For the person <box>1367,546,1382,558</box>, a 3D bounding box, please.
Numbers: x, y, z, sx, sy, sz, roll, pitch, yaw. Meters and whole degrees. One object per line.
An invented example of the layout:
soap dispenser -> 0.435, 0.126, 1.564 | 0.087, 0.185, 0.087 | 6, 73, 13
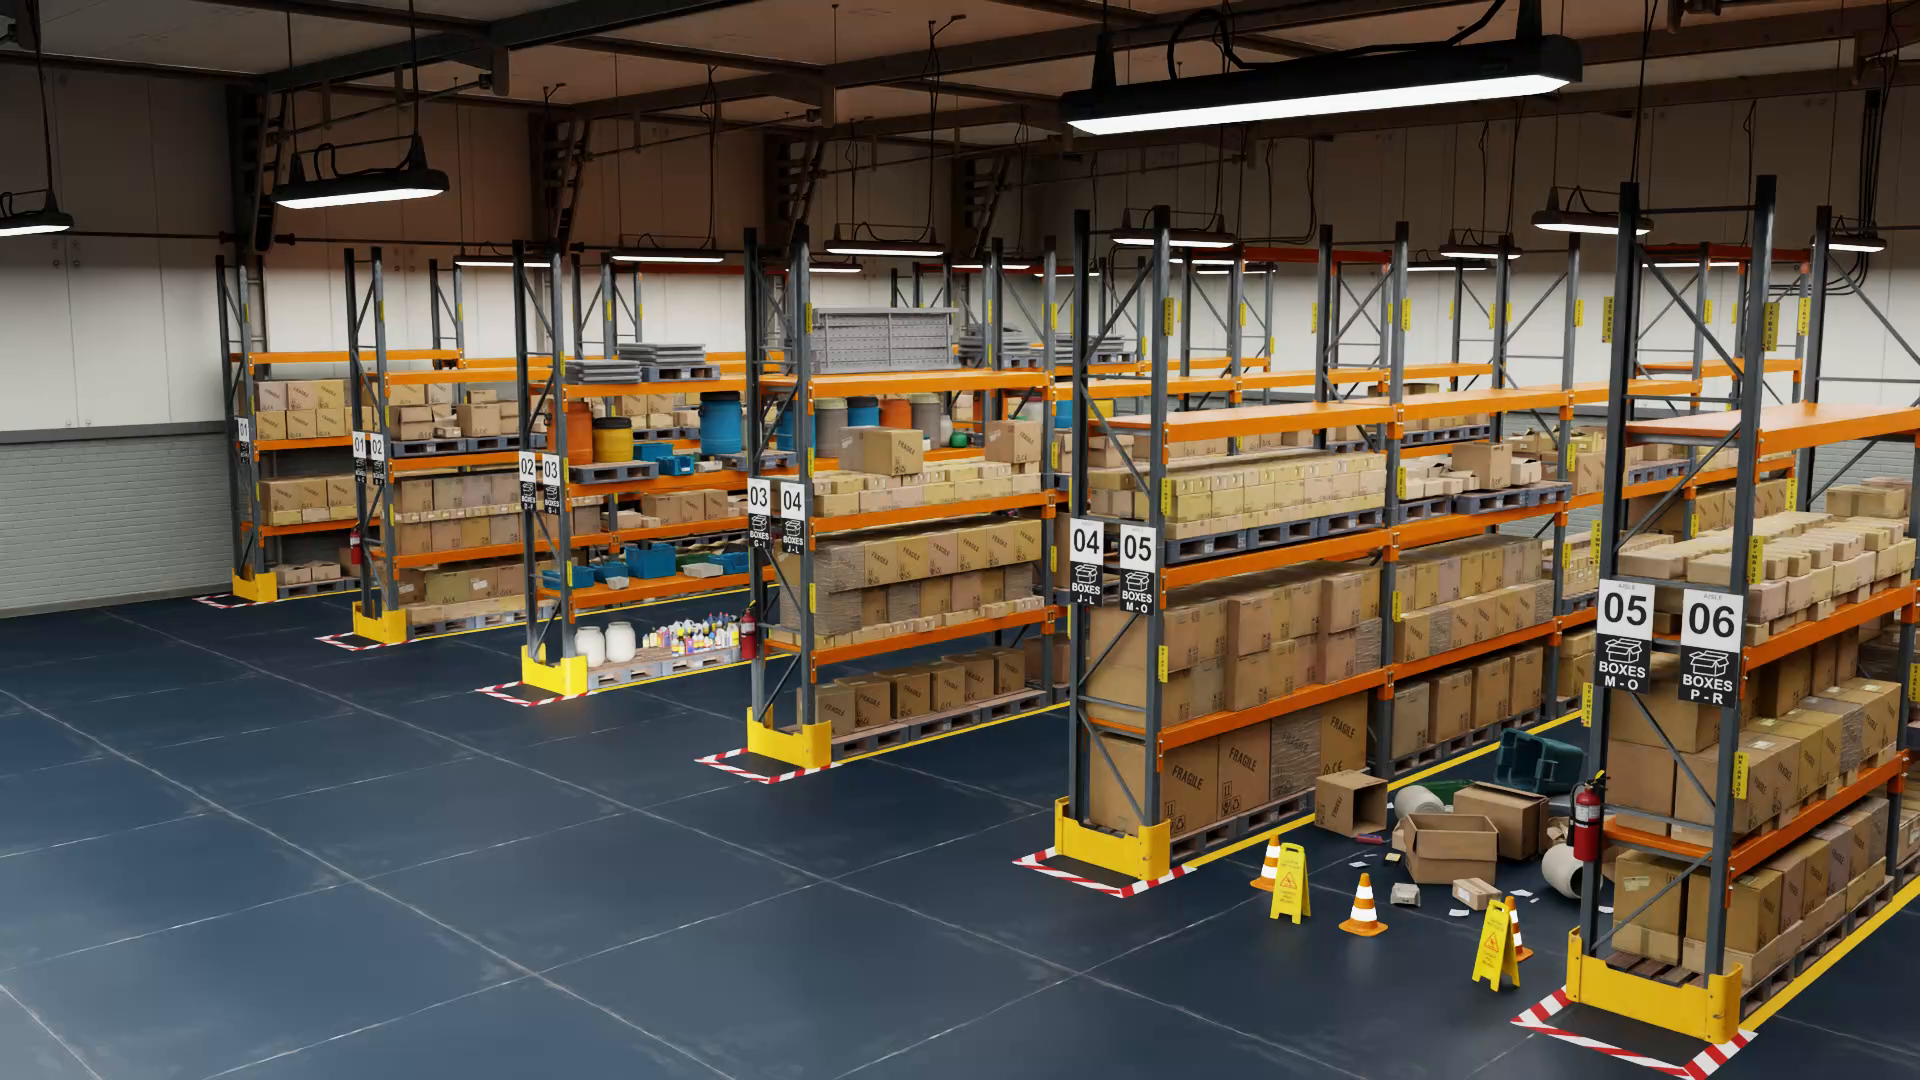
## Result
person -> 6.400, 0.794, 25.089 | 0.675, 1.676, 0.727 | -6, 10, -36
